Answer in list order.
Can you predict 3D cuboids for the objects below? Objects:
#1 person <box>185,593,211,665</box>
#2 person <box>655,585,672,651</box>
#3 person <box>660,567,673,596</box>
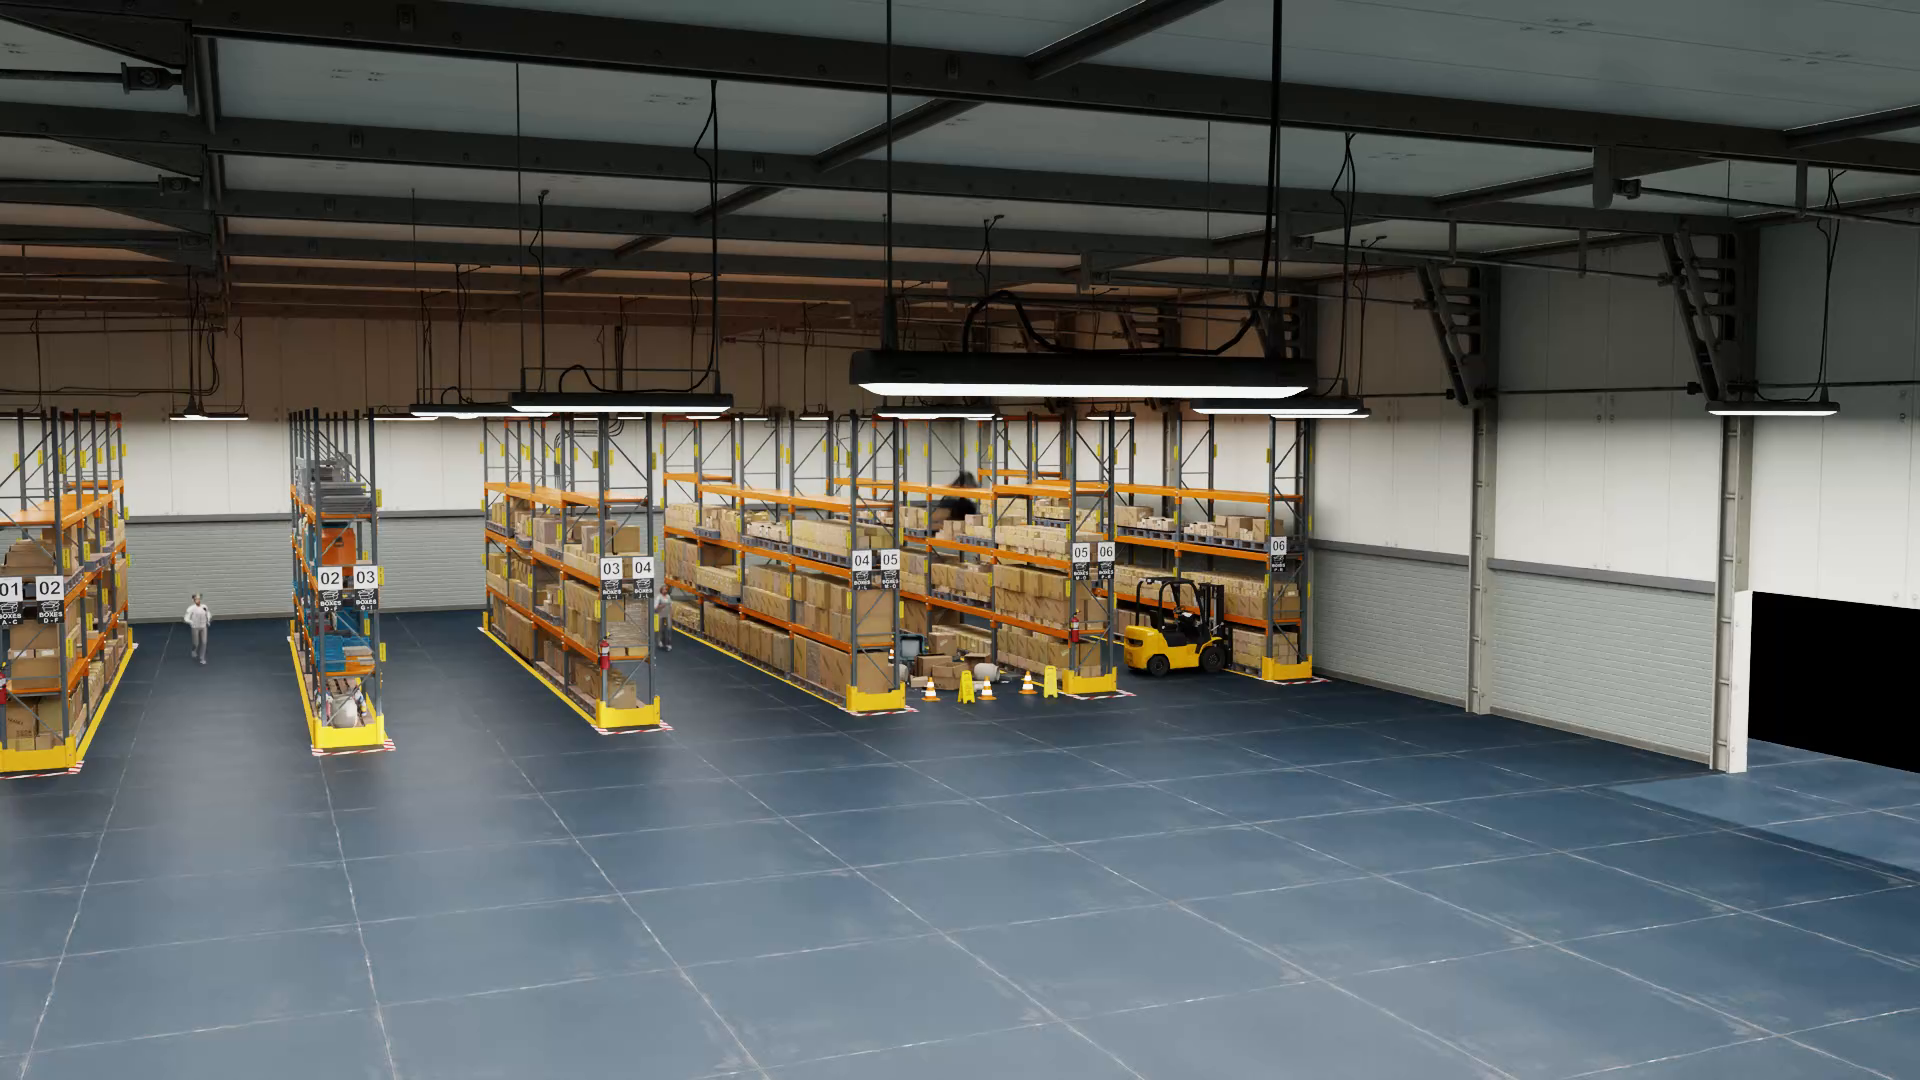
[{"bbox_3d":[-18.171,2.107,39.702,0.617,1.689,0.847,-3,5,-39],"label":"person"},{"bbox_3d":[-7.485,1.965,42.064,0.520,1.635,0.699,-2,4,-26],"label":"person"},{"bbox_3d":[-8.712,1.499,49.234,0.465,1.595,0.628,0,4,-2],"label":"person"}]
